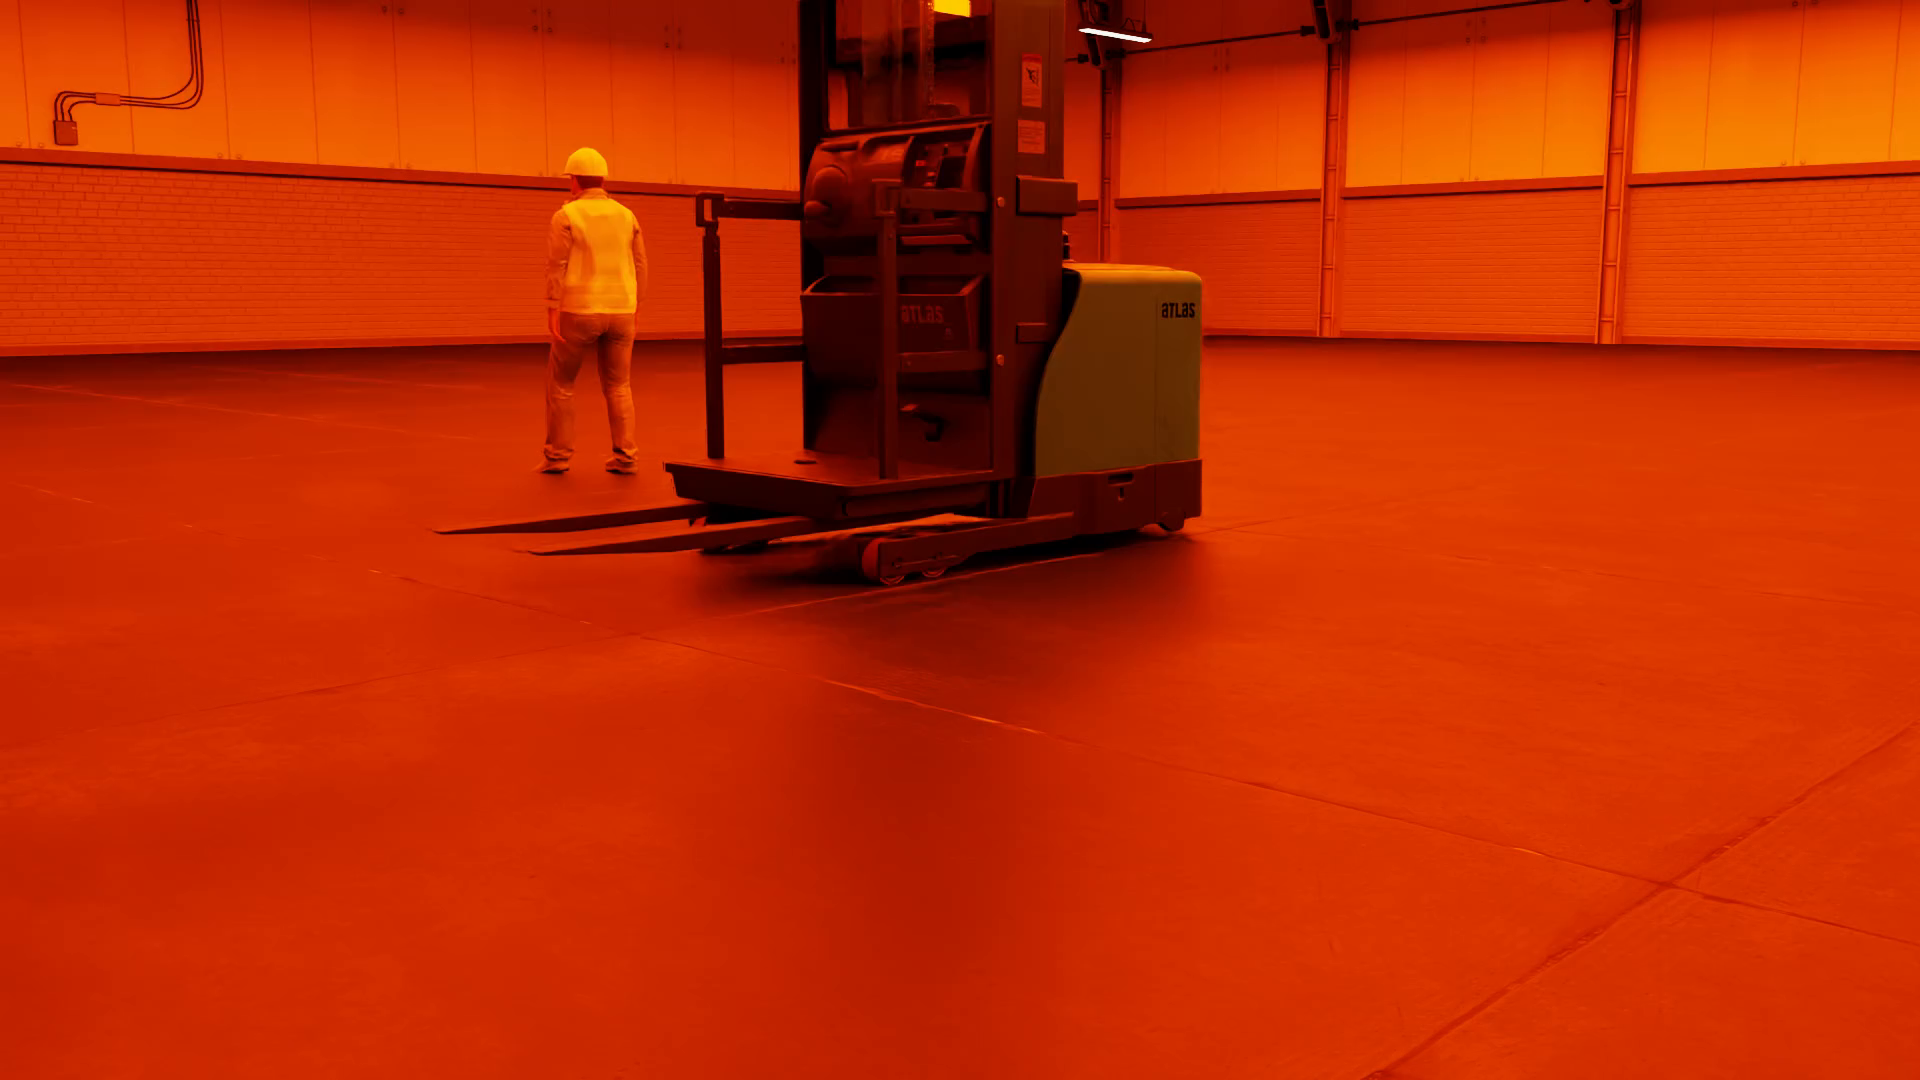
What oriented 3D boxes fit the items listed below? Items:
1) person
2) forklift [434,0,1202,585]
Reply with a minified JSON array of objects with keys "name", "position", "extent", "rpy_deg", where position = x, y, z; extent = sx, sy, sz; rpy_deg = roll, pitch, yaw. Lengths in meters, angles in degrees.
[{"name":"person","position":[-2.027,-1.237,9.158],"extent":[0.616,1.800,0.542],"rpy_deg":[-6,11,-35]},{"name":"forklift","position":[-0.402,-1.381,6.044],"extent":[3.031,2.935,1.130],"rpy_deg":[-8,12,-44]}]
